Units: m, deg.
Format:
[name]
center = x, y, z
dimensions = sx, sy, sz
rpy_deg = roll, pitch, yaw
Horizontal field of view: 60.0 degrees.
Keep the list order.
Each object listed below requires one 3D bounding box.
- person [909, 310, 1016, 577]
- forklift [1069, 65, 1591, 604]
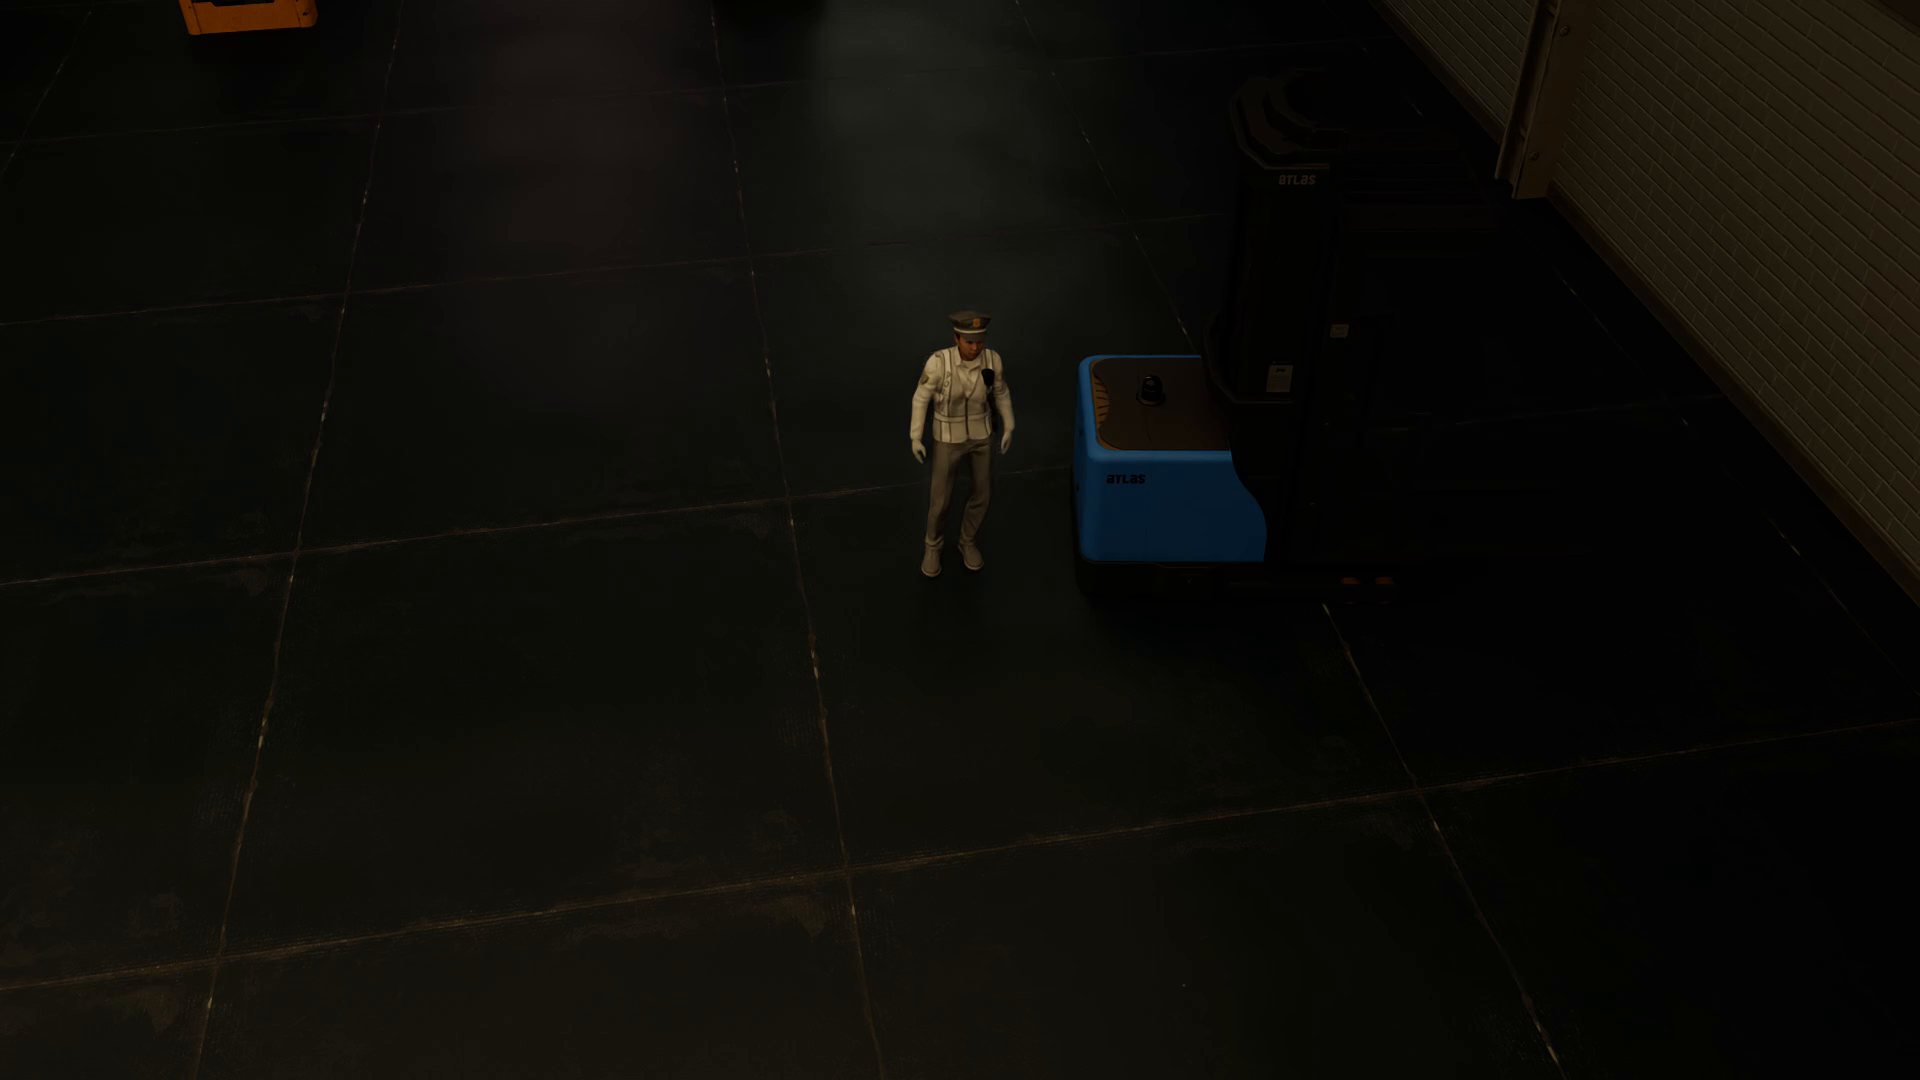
[person]
center = 0.028, -0.574, 9.610
dimensions = 0.636, 1.672, 0.438
rpy_deg = -8, 41, -10
[forklift]
center = 2.203, -1.086, 9.235
dimensions = 3.031, 2.935, 1.130
rpy_deg = 0, 40, 0
